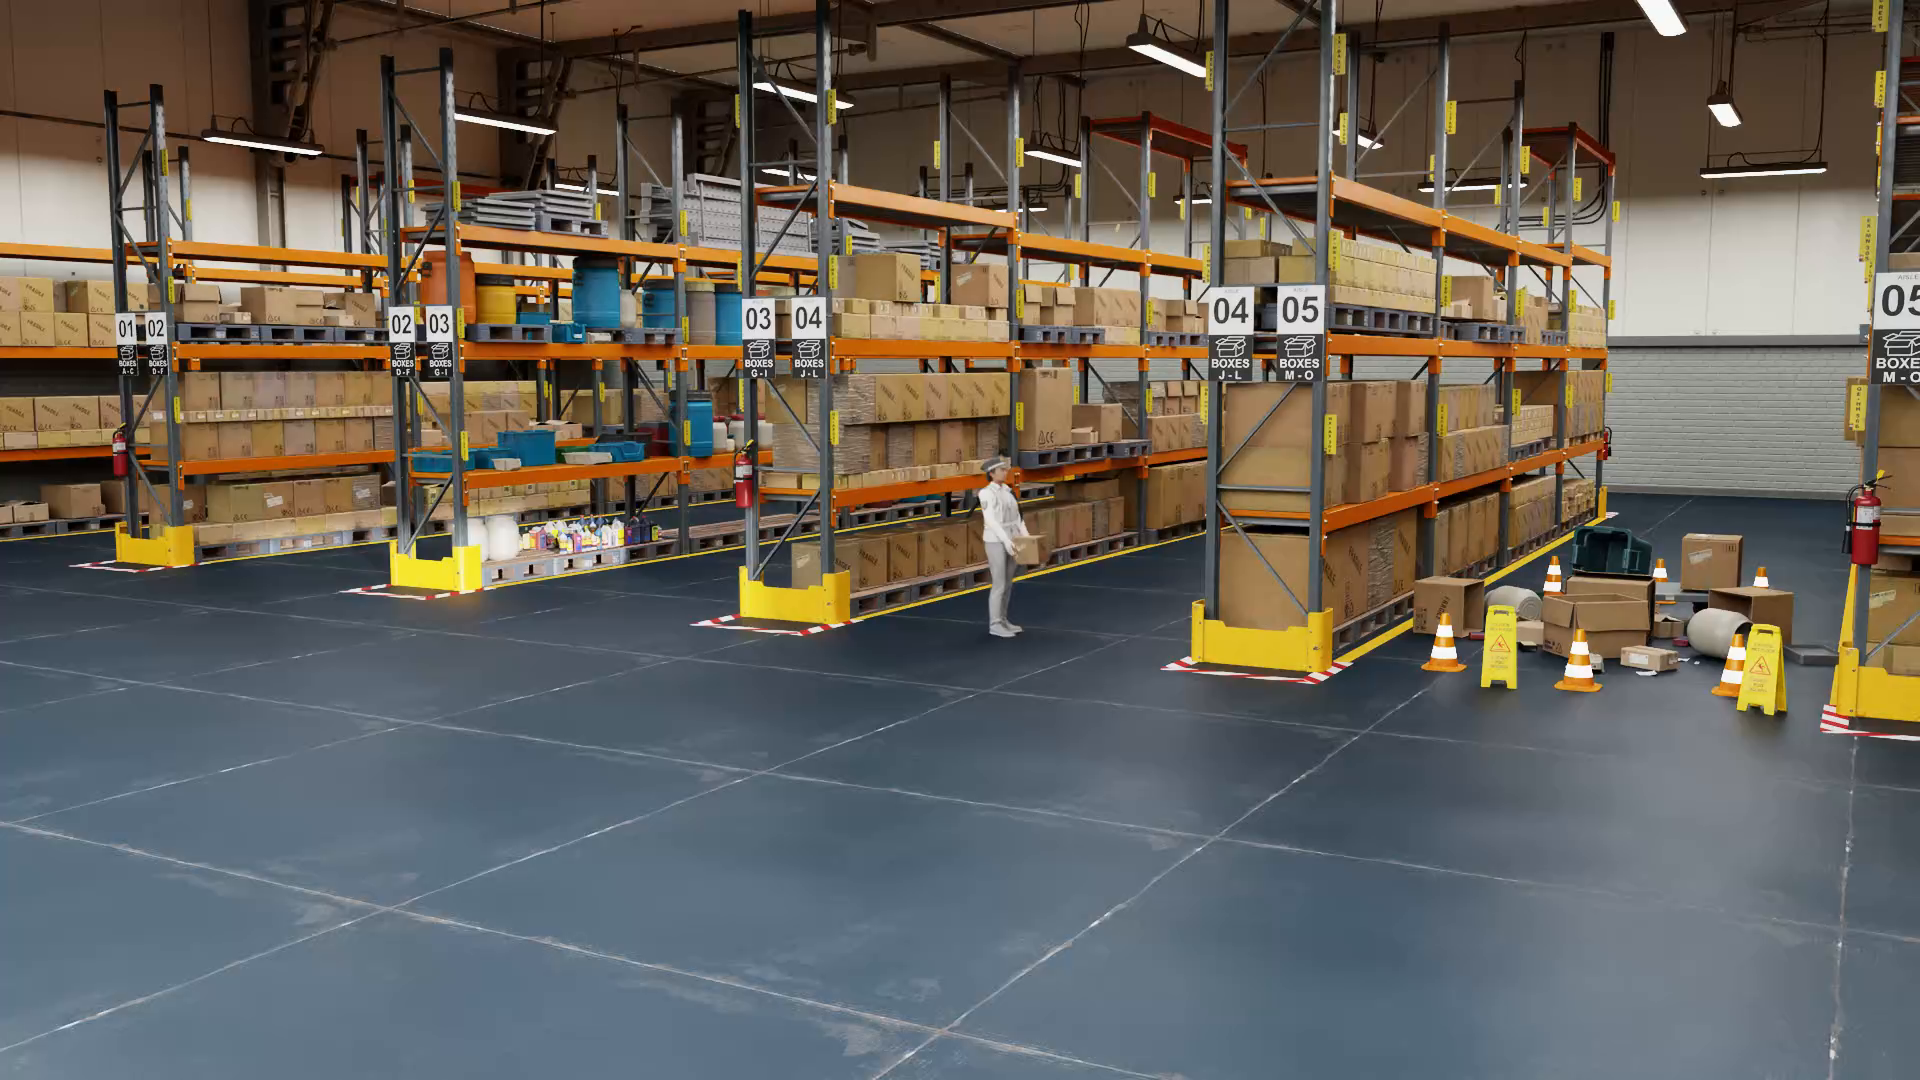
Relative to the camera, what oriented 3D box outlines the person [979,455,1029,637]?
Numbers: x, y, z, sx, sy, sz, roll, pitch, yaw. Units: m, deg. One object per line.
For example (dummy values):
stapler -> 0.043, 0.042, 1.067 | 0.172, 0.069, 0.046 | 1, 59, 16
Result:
person -> 0.421, 0.043, 15.771 | 0.486, 1.701, 0.493 | 5, 8, 38
